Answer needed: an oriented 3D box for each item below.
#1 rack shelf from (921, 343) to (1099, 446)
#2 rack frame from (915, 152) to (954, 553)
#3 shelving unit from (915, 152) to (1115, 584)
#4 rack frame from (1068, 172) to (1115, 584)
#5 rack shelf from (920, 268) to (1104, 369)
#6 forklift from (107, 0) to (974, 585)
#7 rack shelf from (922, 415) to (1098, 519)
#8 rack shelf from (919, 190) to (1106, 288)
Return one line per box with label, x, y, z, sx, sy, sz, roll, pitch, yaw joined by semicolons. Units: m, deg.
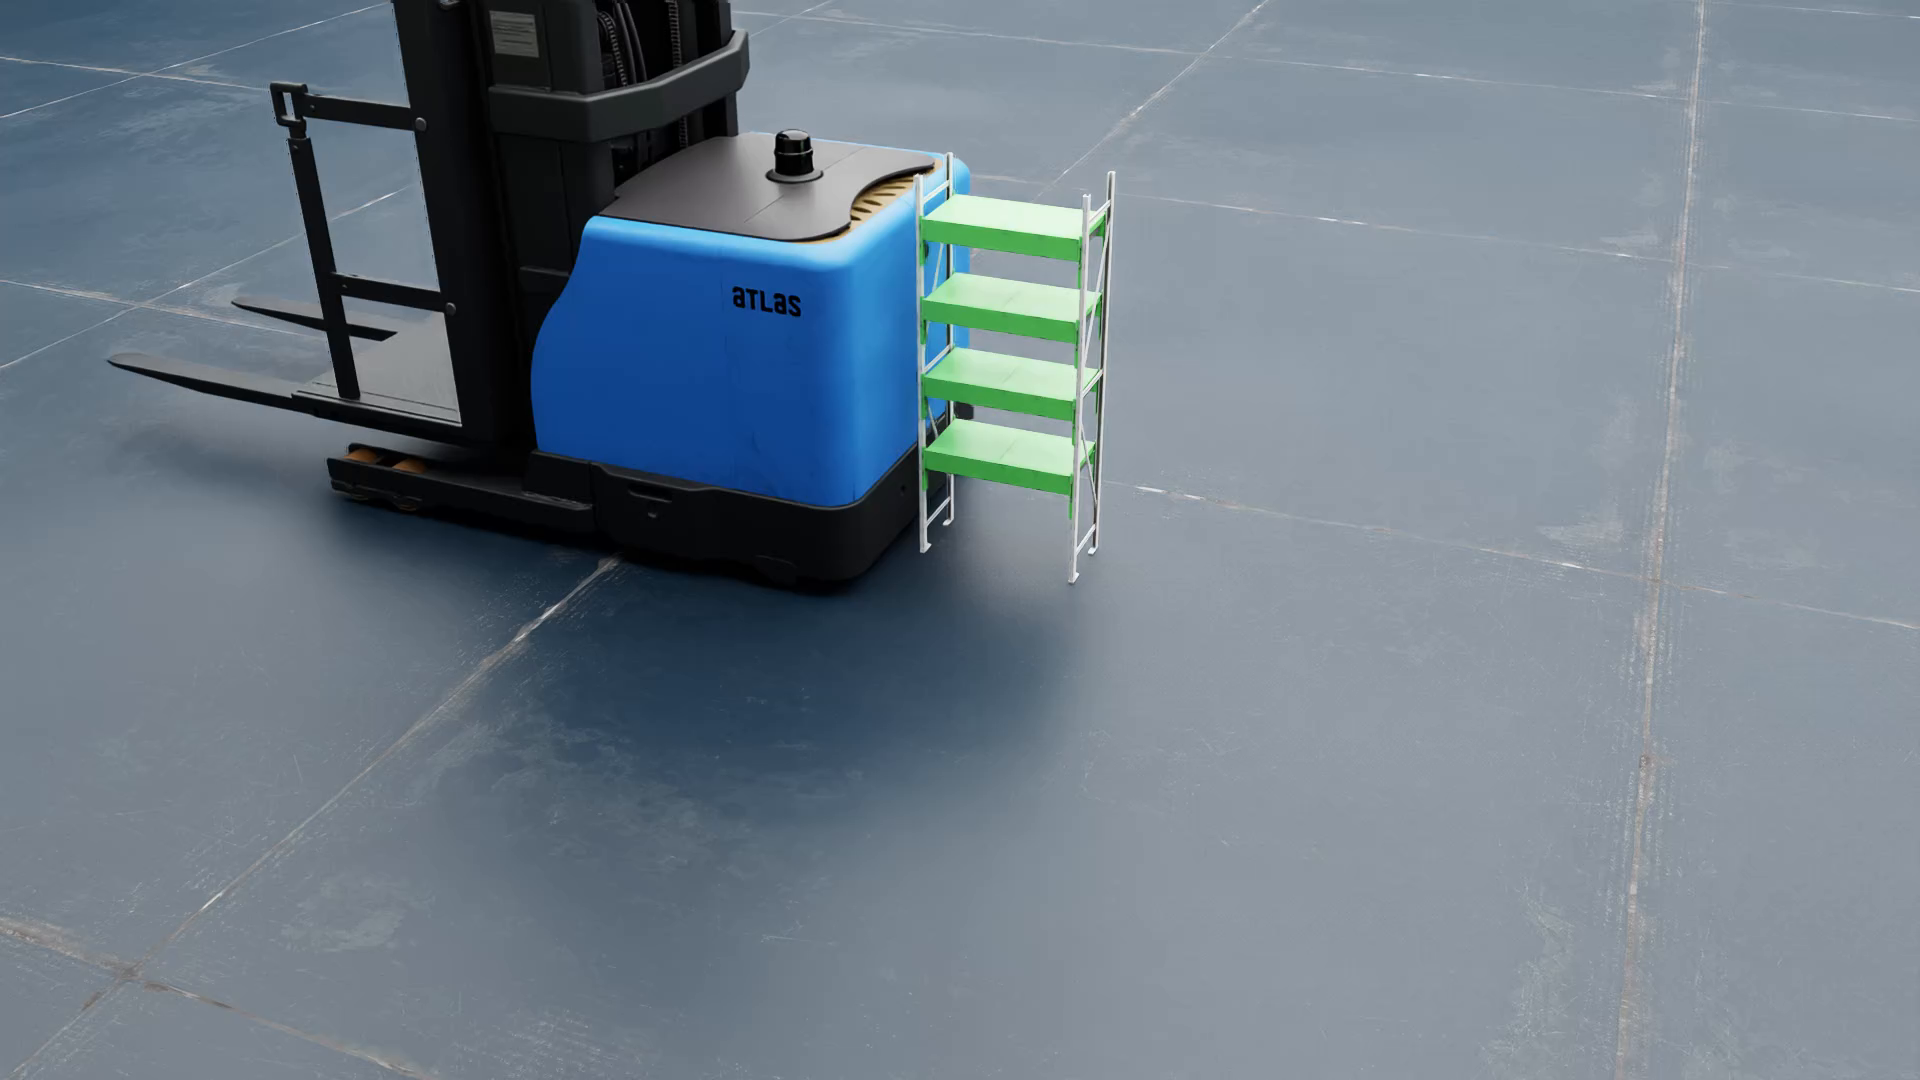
rack shelf;0.153;-0.436;4.932;0.480;0.148;0.258;11;31;19
rack frame;-0.073;-0.537;4.980;0.015;1.200;0.240;11;31;19
shelving unit;0.153;-0.492;4.901;0.503;1.200;0.258;11;31;19
rack frame;0.379;-0.447;4.821;0.015;1.200;0.240;11;31;19
rack shelf;0.153;-0.645;4.814;0.480;0.148;0.258;11;31;19
forklift;-1.522;-1.597;5.096;3.031;2.935;1.130;11;31;19
rack shelf;0.153;-0.227;5.050;0.480;0.148;0.258;11;31;19
rack shelf;0.153;-0.854;4.696;0.480;0.148;0.258;11;31;19
